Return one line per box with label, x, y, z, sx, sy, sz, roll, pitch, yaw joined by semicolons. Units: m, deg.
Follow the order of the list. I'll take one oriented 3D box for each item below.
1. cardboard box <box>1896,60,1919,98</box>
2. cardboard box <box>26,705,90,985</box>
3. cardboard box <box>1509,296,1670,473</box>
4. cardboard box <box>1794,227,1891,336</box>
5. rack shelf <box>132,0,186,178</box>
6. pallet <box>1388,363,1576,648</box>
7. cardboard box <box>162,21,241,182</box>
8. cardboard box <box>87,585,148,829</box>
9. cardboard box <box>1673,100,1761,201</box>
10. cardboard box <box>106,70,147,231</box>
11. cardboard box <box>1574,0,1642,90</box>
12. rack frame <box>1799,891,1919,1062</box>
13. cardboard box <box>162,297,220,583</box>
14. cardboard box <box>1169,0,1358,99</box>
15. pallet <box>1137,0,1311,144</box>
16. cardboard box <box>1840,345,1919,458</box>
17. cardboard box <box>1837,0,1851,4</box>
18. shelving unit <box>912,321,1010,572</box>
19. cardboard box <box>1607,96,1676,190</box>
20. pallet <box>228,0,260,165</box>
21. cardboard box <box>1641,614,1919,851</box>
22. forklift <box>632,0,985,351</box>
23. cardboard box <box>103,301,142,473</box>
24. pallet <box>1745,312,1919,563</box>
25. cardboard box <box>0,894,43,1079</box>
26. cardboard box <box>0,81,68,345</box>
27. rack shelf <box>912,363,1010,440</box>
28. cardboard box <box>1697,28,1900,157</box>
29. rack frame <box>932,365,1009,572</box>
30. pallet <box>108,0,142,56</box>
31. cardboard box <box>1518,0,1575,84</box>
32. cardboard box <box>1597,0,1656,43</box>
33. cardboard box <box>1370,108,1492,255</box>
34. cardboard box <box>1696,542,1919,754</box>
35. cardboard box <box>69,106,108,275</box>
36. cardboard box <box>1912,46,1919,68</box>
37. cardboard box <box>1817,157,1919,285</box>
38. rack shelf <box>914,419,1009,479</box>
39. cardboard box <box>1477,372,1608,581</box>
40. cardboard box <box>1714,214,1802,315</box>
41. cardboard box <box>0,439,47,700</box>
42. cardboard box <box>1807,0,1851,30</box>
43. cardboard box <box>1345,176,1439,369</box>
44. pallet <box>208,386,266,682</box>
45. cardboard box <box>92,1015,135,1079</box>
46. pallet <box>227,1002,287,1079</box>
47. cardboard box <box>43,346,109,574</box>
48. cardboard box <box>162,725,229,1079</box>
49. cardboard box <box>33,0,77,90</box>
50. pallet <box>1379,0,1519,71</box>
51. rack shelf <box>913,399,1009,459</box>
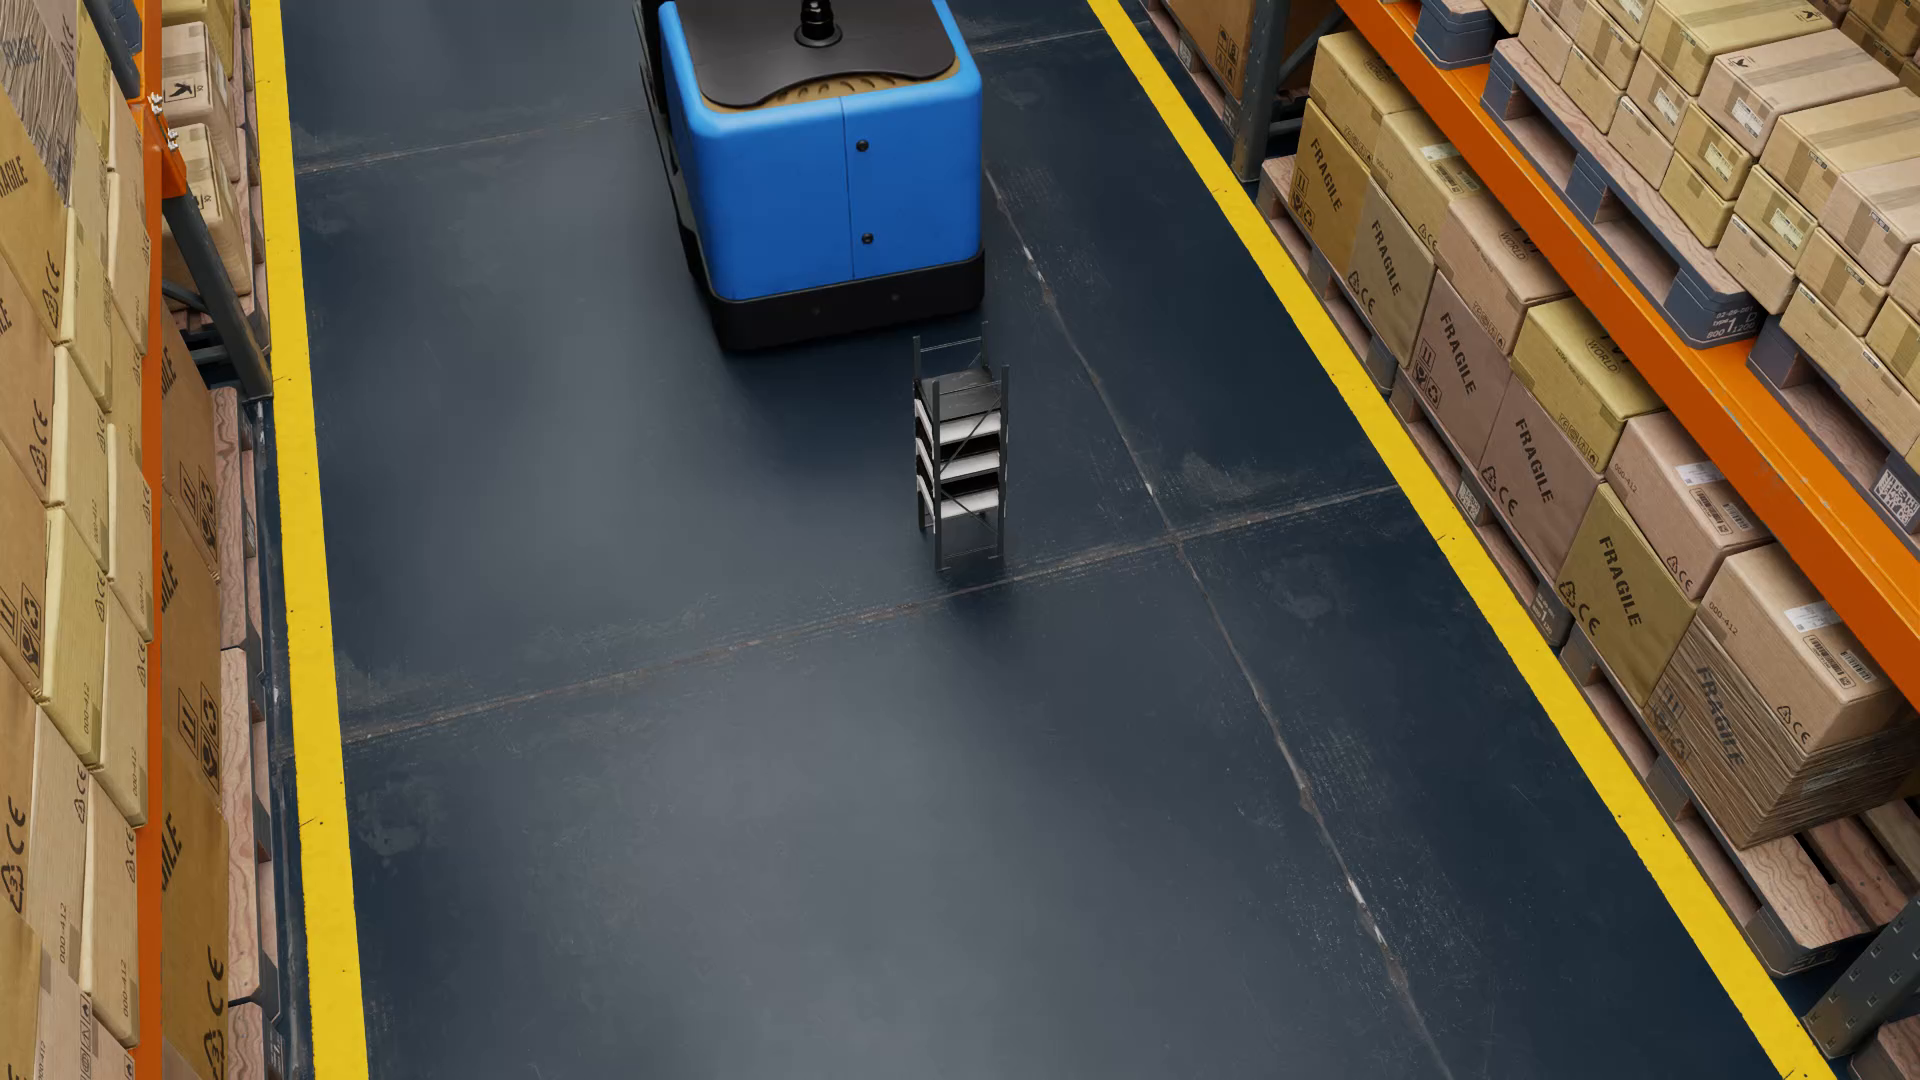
cardboard box;2.760;-1.199;4.494;0.380;0.149;0.250;-14;51;-12
cardboard box;-1.910;0.621;3.035;0.500;0.250;0.500;-13;51;-10
cardboard box;2.059;-0.519;5.095;0.500;0.250;0.500;-15;52;-13
cardboard box;2.289;-0.668;4.047;0.380;0.149;0.250;-15;51;-12
rack shelf;-3.643;-2.657;6.498;1.077;0.370;4.000;-13;51;-11
pallet;2.234;-0.262;5.832;1.003;0.211;1.213;-13;51;-11
cardboard box;-3.435;-1.668;6.639;0.950;0.372;0.625;-14;51;-12
cardboard box;-2.037;0.405;3.544;0.500;0.250;0.500;-14;51;-11
cardboard box;2.130;-1.058;4.375;0.380;0.149;0.250;-13;51;-11
cardboard box;-2.654;-1.069;4.787;0.500;0.250;0.500;-15;51;-12
cardboard box;1.981;-1.432;4.691;0.380;0.149;0.250;-14;51;-11
rack frame;2.830;0.301;3.535;1.000;3.000;0.127;-13;51;-11
cardboard box;-2.927;-0.355;5.202;0.875;0.875;0.875;-14;51;-11
cardboard box;1.553;-2.496;7.089;1.050;0.750;0.750;-14;51;-11
pallet;1.486;-2.315;7.563;1.003;0.211;1.213;-13;51;-11
cardboard box;2.374;-0.371;3.991;0.380;0.149;0.250;-13;51;-11
cardboard box;2.610;-1.668;4.695;0.380;0.149;0.250;-11;51;-9
shelving unit;0.002;-0.284;5.401;0.258;0.900;0.210;-13;51;-11
cardboard box;2.056;-1.145;4.643;0.380;0.149;0.250;-15;51;-12
pallet;-3.638;-1.990;7.289;1.003;0.211;1.213;-13;51;-11
cardboard box;2.371;0.487;4.737;0.500;0.500;0.500;-14;51;-12
forklift;-0.785;-2.814;6.205;1.130;2.935;3.031;-12;51;-10
cardboard box;-2.354;-0.328;4.163;0.500;0.250;0.500;-14;51;-11
pallet;2.743;-0.229;4.106;1.003;0.211;1.213;-13;51;-11
cardboard box;-1.724;0.753;2.434;0.500;0.500;0.500;-13;51;-11
cardboard box;-2.349;-0.727;3.681;0.500;0.500;0.500;-13;51;-11
rack shelf;0.002;-0.437;5.220;0.258;0.077;0.200;-13;51;-11
cardboard box;2.140;-1.147;4.255;0.380;0.149;0.250;-15;52;-13
rack frame;0.032;-0.210;5.338;0.240;0.900;0.006;-13;51;-11
pallet;-3.364;-1.862;5.484;1.213;0.211;1.003;-13;51;-11
cardboard box;1.908;-1.519;4.958;0.380;0.149;0.250;-12;51;-10
cardboard box;1.989;-1.526;4.575;0.380;0.149;0.250;-12;51;-10
cardboard box;1.770;-1.263;5.723;0.500;0.250;0.500;-14;51;-11
cardboard box;2.368;0.242;4.453;0.500;0.250;0.500;-15;51;-12
cardboard box;-2.510;-0.871;4.293;0.500;0.250;0.500;-14;51;-12
cardboard box;2.770;-1.281;4.369;0.380;0.149;0.250;-12;51;-10
cardboard box;2.292;-0.771;3.939;0.380;0.149;0.250;-13;51;-11
rack shelf;0.002;-0.321;5.358;0.258;0.077;0.200;-13;51;-11
cardboard box;2.072;-0.263;5.370;0.500;0.500;0.500;-14;51;-12
cardboard box;2.213;-0.756;4.315;0.380;0.149;0.250;-15;52;-13
cardboard box;-2.047;0.021;3.051;0.500;0.500;0.500;-14;51;-12
cardboard box;2.612;-1.572;4.808;0.380;0.149;0.250;-12;51;-10
cardboard box;1.765;-1.010;6.000;0.500;0.500;0.500;-13;51;-11
pallet;-2.890;0.064;5.558;1.003;0.211;1.213;-13;51;-11
cardboard box;-1.747;1.161;2.907;0.500;0.250;0.500;-14;51;-12
pallet;-2.169;1.846;4.056;1.003;0.211;1.213;-13;51;-11
cardboard box;-2.186;-0.122;3.662;0.500;0.250;0.500;-15;51;-12
cardboard box;-2.403;0.950;4.102;0.875;0.875;0.875;-12;51;-10
cardboard box;-2.649;-1.464;4.303;0.500;0.500;0.500;-15;51;-12
pallet;1.960;-2.063;5.652;1.213;0.211;1.003;-13;51;-11
rack shelf;0.002;-0.379;5.289;0.258;0.077;0.200;-13;51;-11
